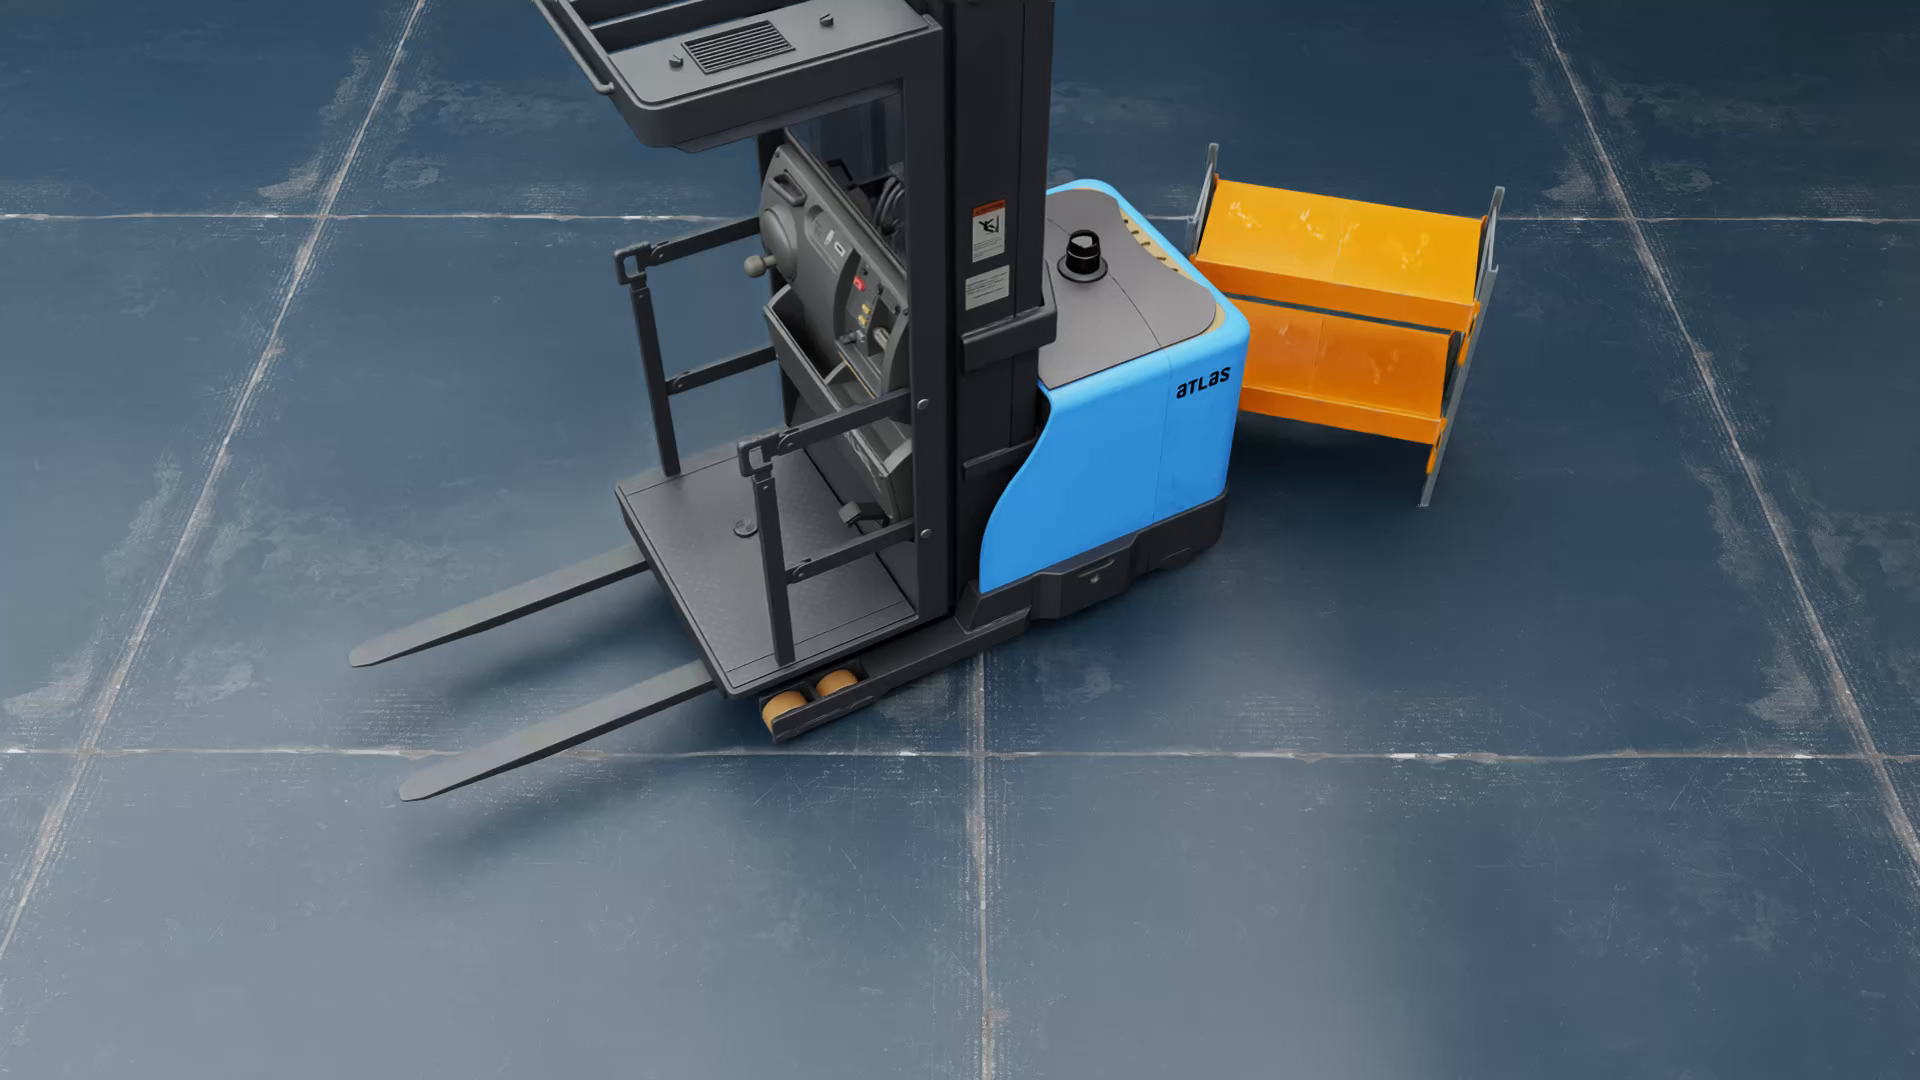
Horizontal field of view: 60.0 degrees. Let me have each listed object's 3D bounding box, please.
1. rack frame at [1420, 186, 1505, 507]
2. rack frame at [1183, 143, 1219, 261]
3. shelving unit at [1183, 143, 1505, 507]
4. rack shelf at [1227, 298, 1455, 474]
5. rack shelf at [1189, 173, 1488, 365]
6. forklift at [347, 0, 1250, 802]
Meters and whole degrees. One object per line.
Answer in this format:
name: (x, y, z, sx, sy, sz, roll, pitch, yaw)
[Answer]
rack frame: (1.844, -0.689, 6.123, 0.032, 1.125, 0.500, 11, 48, 10)
rack frame: (0.863, -0.885, 6.306, 0.032, 1.125, 0.500, 11, 48, 10)
shelving unit: (1.353, -0.787, 6.214, 1.048, 1.125, 0.538, 11, 48, 10)
rack shelf: (1.353, -0.621, 6.393, 1.000, 0.278, 0.538, 11, 48, 10)
rack shelf: (1.353, -0.987, 6.000, 1.000, 0.278, 0.538, 11, 48, 10)
forklift: (-0.569, -0.773, 4.967, 3.031, 2.935, 1.130, -22, 51, -19)
